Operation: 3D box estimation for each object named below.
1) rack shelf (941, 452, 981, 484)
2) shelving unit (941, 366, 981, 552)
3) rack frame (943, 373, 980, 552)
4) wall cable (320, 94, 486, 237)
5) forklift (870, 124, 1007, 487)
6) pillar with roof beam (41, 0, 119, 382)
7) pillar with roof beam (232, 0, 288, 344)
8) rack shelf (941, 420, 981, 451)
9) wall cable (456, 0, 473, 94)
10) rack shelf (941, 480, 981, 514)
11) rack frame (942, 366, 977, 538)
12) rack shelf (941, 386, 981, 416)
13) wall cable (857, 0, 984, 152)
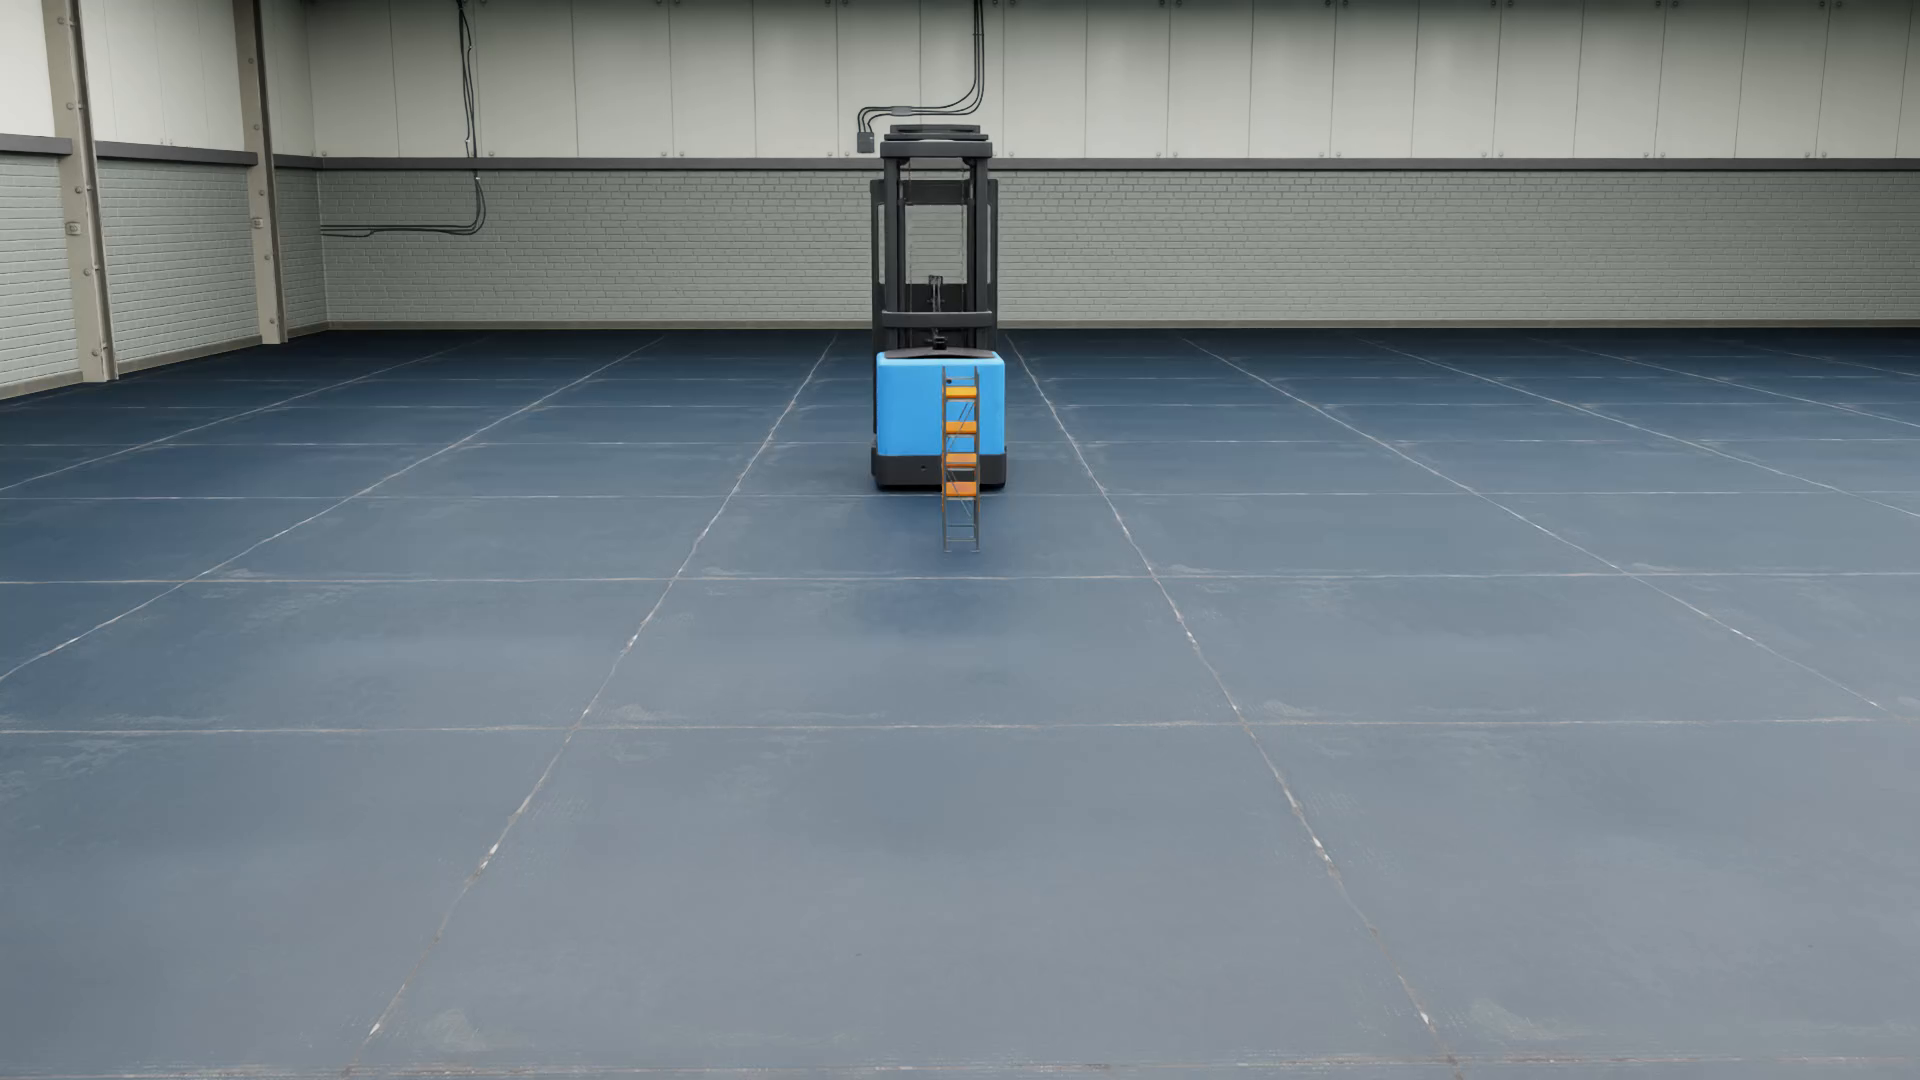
[{"bbox_3d":[0.003,-0.489,11.291,0.258,0.148,0.480,0,11,-1],"label":"rack shelf"},{"bbox_3d":[0.003,-0.555,11.278,0.258,1.200,0.503,0,11,-1],"label":"shelving unit"},{"bbox_3d":[0.008,-0.507,11.039,0.240,1.200,0.015,0,11,-1],"label":"rack frame"},{"bbox_3d":[-10.203,-6.775,30.131,3.097,2.526,0.112,0,11,-1],"label":"wall cable"},{"bbox_3d":[-0.234,-2.112,14.597,1.130,2.935,3.031,-1,11,-3],"label":"forklift"},{"bbox_3d":[-7.036,-6.531,21.117,9.100,9.000,0.400,0,11,-1],"label":"pillar with roof beam"},{"bbox_3d":[-7.160,-7.723,26.996,9.100,9.000,0.400,0,11,-1],"label":"pillar with roof beam"},{"bbox_3d":[0.003,-0.708,11.247,0.258,0.148,0.480,0,11,-1],"label":"rack shelf"},{"bbox_3d":[-7.498,-9.261,29.683,3.097,2.526,0.112,0,11,-1],"label":"wall cable"},{"bbox_3d":[0.003,-0.295,11.330,0.258,0.148,0.480,0,11,-1],"label":"rack shelf"},{"bbox_3d":[-0.002,-0.604,11.517,0.240,1.200,0.015,0,11,-1],"label":"rack frame"},{"bbox_3d":[0.003,-0.940,11.199,0.258,0.148,0.480,0,11,-1],"label":"rack shelf"},{"bbox_3d":[-0.711,-9.999,29.660,2.305,6.003,0.169,0,11,-1],"label":"wall cable"}]
